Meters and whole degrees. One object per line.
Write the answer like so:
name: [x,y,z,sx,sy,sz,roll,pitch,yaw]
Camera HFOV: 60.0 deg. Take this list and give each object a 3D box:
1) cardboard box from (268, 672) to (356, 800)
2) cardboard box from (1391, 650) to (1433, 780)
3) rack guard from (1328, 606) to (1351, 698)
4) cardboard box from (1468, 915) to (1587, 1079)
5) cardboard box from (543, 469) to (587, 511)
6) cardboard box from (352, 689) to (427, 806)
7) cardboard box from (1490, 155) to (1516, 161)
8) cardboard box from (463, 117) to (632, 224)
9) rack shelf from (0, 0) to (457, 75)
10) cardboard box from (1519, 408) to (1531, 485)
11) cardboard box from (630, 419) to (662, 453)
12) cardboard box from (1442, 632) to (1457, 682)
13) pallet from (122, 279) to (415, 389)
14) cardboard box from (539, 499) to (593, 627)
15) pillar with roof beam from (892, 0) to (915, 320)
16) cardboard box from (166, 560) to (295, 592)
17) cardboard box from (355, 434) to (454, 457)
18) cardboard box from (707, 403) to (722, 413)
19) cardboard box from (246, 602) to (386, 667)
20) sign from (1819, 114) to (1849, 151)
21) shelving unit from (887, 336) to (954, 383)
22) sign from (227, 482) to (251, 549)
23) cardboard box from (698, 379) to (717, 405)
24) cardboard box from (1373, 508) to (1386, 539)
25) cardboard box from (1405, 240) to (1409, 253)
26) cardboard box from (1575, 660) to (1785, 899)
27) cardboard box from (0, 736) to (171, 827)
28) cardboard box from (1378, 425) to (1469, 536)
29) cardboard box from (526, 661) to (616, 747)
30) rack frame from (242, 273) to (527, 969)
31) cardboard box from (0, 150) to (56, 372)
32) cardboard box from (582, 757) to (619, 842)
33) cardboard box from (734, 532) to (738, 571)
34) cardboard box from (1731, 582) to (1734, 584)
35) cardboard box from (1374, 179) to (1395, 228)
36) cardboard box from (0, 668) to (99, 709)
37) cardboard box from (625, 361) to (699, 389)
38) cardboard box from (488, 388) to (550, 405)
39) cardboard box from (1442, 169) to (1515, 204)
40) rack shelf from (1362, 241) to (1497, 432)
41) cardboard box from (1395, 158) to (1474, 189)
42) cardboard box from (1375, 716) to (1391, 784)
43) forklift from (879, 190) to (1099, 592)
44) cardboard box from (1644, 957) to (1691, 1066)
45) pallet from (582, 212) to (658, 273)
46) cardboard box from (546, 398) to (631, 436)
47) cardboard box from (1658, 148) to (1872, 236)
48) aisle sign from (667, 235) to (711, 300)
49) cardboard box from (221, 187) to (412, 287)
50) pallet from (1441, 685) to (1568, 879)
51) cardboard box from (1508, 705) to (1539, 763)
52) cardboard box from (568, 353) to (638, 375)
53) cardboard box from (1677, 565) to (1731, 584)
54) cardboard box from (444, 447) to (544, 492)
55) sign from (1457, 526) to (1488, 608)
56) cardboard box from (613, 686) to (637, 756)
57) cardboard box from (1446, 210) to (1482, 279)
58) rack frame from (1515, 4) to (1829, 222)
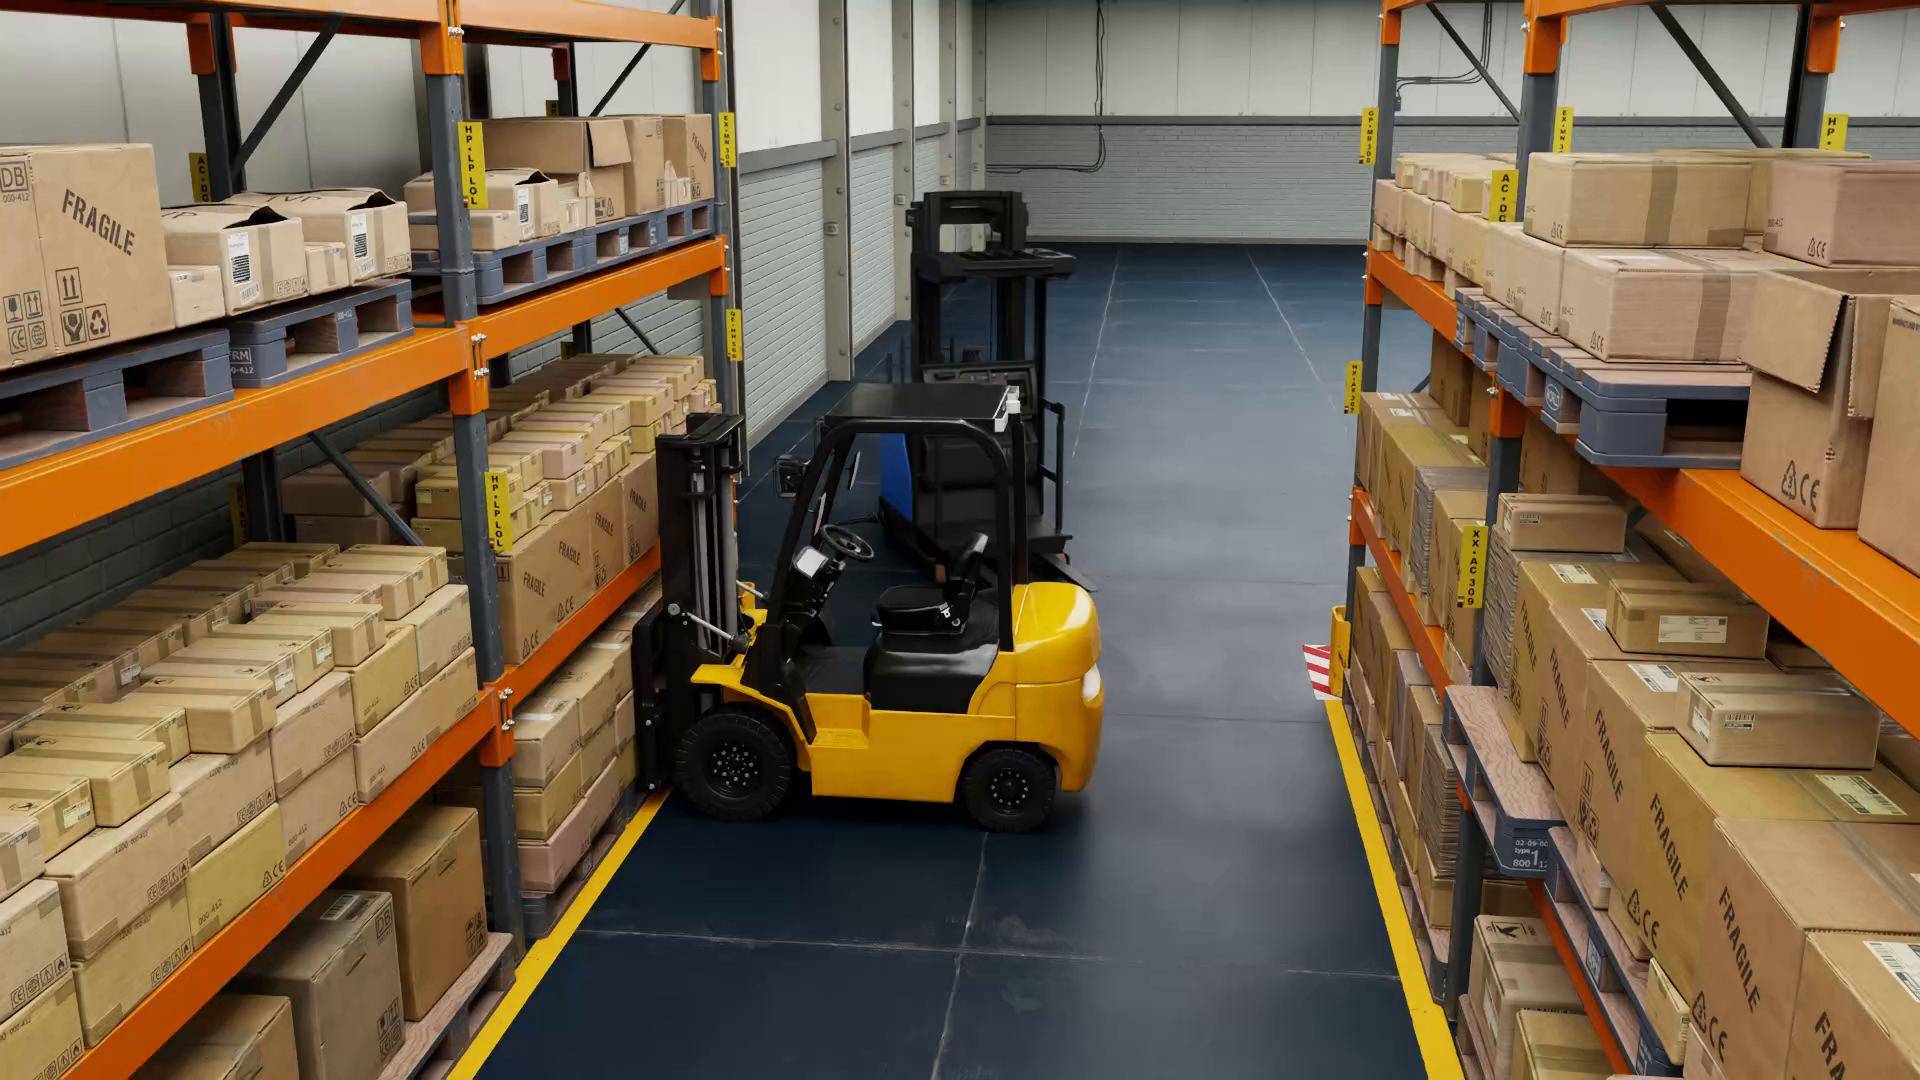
cardboard box: [-2.341,0.623,5.442,0.500,0.250,0.500,2,15,7]
cardboard box: [2.420,0.873,8.214,0.500,0.500,0.500,3,15,9]
rack guard: [2.950,0.725,10.524,1.175,0.500,0.348,2,15,6]
cardboard box: [2.451,1.738,6.219,0.950,0.372,0.625,2,15,7]
cardboard box: [-1.997,-0.243,7.880,0.380,0.149,0.250,2,15,7]
cardboard box: [-2.273,0.732,5.996,0.500,0.250,0.500,2,15,6]
cardboard box: [3.147,-2.051,9.208,0.380,0.149,0.250,2,15,7]
cardboard box: [-2.100,-1.860,8.355,0.797,0.503,0.637,2,15,8]
rack shelf: [-2.651,-1.446,4.416,1.077,0.370,4.000,2,15,6]
cardboard box: [2.935,-0.508,7.616,0.700,0.500,0.500,1,15,5]
cardboard box: [-1.855,-0.577,9.114,0.380,0.149,0.250,2,15,7]
cardboard box: [2.262,0.500,7.048,0.380,0.149,0.250,2,15,8]
pallet: [-2.512,-0.736,5.757,0.805,0.209,1.217,1,15,4]
cardboard box: [-2.073,0.099,7.856,0.500,0.500,0.500,2,15,7]
pillar with roof beam: [3.361,-7.930,26.251,9.100,9.000,0.400,2,15,6]
cardboard box: [-2.760,0.182,6.308,0.380,0.149,0.250,1,15,4]
cardboard box: [-2.637,-0.406,7.912,0.380,0.149,0.250,1,15,5]
cardboard box: [-1.768,-0.560,10.294,0.500,0.500,0.500,1,15,5]
cardboard box: [-2.232,0.326,5.776,0.380,0.149,0.250,1,15,5]
sign: [3.059,-1.336,5.866,0.100,0.325,0.005,2,15,6]
shelving unit: [-0.343,-1.021,15.066,0.538,1.500,1.048,1,15,4]
sign: [-2.977,-0.081,6.907,0.100,0.325,0.005,2,15,6]
cardboard box: [-1.734,-0.910,10.347,0.380,0.149,0.250,2,15,7]
cardboard box: [2.516,-0.102,9.272,0.380,0.149,0.250,2,15,7]
cardboard box: [2.591,-1.548,8.877,0.380,0.149,0.250,2,15,6]
cardboard box: [1.997,0.646,4.462,0.500,0.500,0.500,1,15,4]
cardboard box: [-2.412,0.658,4.549,0.380,0.149,0.250,2,15,7]
cardboard box: [2.518,-0.312,8.808,0.500,0.500,0.500,1,15,5]
cardboard box: [-1.991,0.784,8.064,0.500,0.250,0.500,2,15,6]
rack frame: [-2.425,0.391,6.971,1.000,3.000,0.127,2,15,6]
cardboard box: [-2.595,-0.634,3.825,0.700,0.500,0.500,1,15,5]
cardboard box: [-1.999,1.267,8.192,0.500,0.250,0.500,1,15,5]
cardboard box: [-1.716,0.124,10.505,0.500,0.250,0.500,2,15,8]
cardboard box: [2.615,0.134,5.113,0.380,0.149,0.250,1,15,5]
cardboard box: [2.637,-1.898,9.406,0.500,0.250,0.500,1,15,5]
cardboard box: [-2.896,0.508,5.102,0.380,0.149,0.250,2,15,7]
cardboard box: [-1.802,-0.988,10.065,0.380,0.149,0.250,2,15,6]
cardboard box: [-2.478,-0.737,9.138,0.380,0.149,0.250,1,15,5]
cardboard box: [2.406,-1.603,7.551,0.380,0.149,0.250,2,15,7]
rack shelf: [2.733,-1.084,8.054,1.077,0.370,4.000,2,15,6]
cardboard box: [2.512,-1.935,8.780,0.380,0.149,0.250,2,15,6]
cardboard box: [2.479,1.098,8.817,0.500,0.250,0.500,3,15,10]
forklift: [0.226,-1.186,12.932,1.130,2.935,3.031,-5,16,-17]
cardboard box: [1.855,1.125,3.933,0.380,0.149,0.250,2,15,7]
pallet: [-2.214,-1.552,8.579,1.003,0.211,1.213,2,15,6]
cardboard box: [-1.972,-0.655,8.833,0.380,0.149,0.250,2,15,7]
cardboard box: [2.569,-1.130,5.372,0.500,0.250,0.500,2,15,8]
aisle sign: [-1.674,-1.910,10.499,0.394,0.787,0.004,2,15,6]
cardboard box: [-2.264,-1.070,5.802,0.500,0.311,0.500,1,15,4]
pallet: [2.277,0.822,5.742,1.003,0.211,1.213,2,15,6]
cardboard box: [2.094,0.653,5.677,0.380,0.149,0.250,2,15,7]
cardboard box: [-2.224,-1.071,10.372,0.380,0.149,0.250,1,15,5]
cardboard box: [2.629,0.396,5.383,0.500,0.500,0.500,2,15,7]
cardboard box: [-2.135,-0.325,7.614,0.380,0.149,0.250,1,15,5]
sign: [1.967,0.104,6.373,0.100,0.325,0.005,2,15,6]
cardboard box: [-1.941,0.897,8.604,0.500,0.250,0.500,2,15,6]
cardboard box: [2.346,-1.237,6.961,0.500,0.250,0.500,1,15,5]
rack frame: [2.507,-2.360,5.651,1.000,3.000,0.127,2,15,6]
